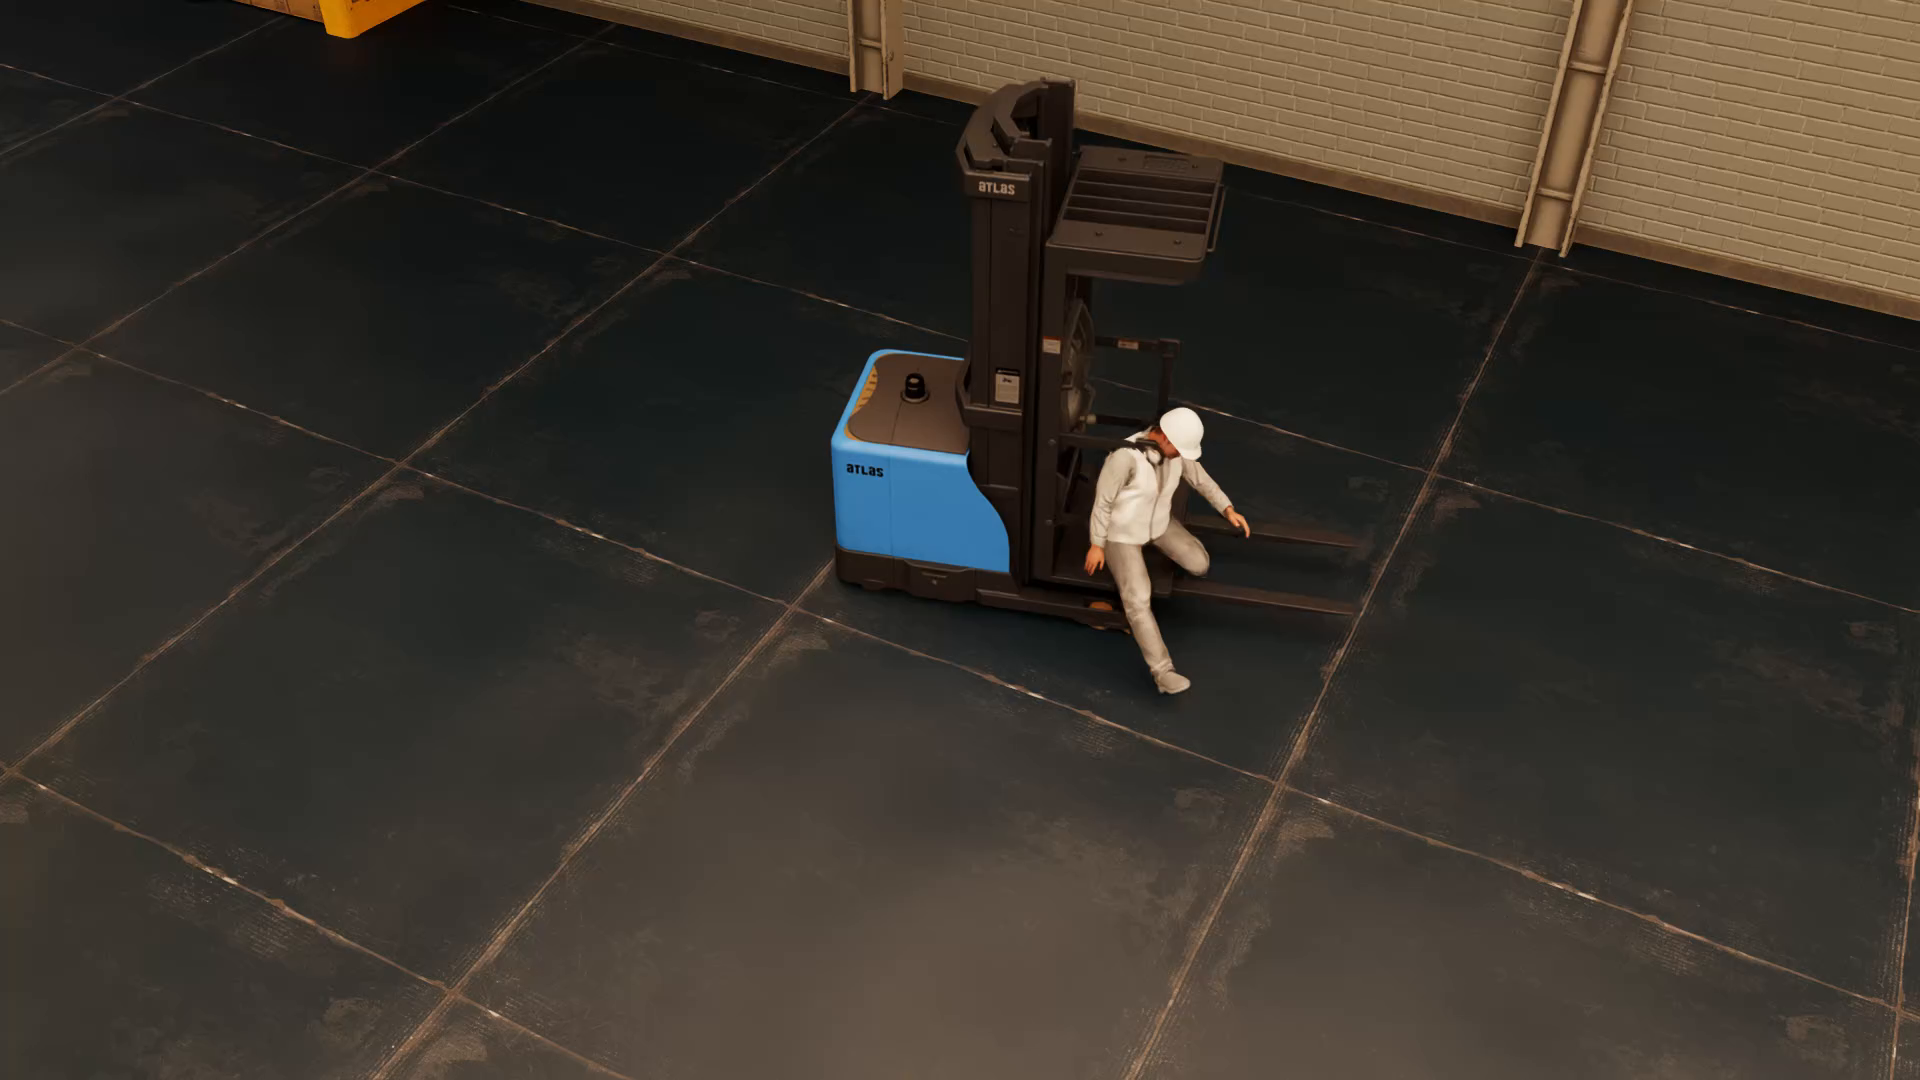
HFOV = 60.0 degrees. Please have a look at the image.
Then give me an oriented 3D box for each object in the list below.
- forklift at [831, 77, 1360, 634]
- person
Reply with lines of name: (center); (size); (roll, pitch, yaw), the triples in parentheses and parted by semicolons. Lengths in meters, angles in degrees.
forklift: (0.833, -0.952, 9.117); (3.031, 2.935, 1.130); (8, 41, 9)
person: (1.175, -0.012, 9.038); (0.965, 1.477, 1.105); (-21, 45, -23)
